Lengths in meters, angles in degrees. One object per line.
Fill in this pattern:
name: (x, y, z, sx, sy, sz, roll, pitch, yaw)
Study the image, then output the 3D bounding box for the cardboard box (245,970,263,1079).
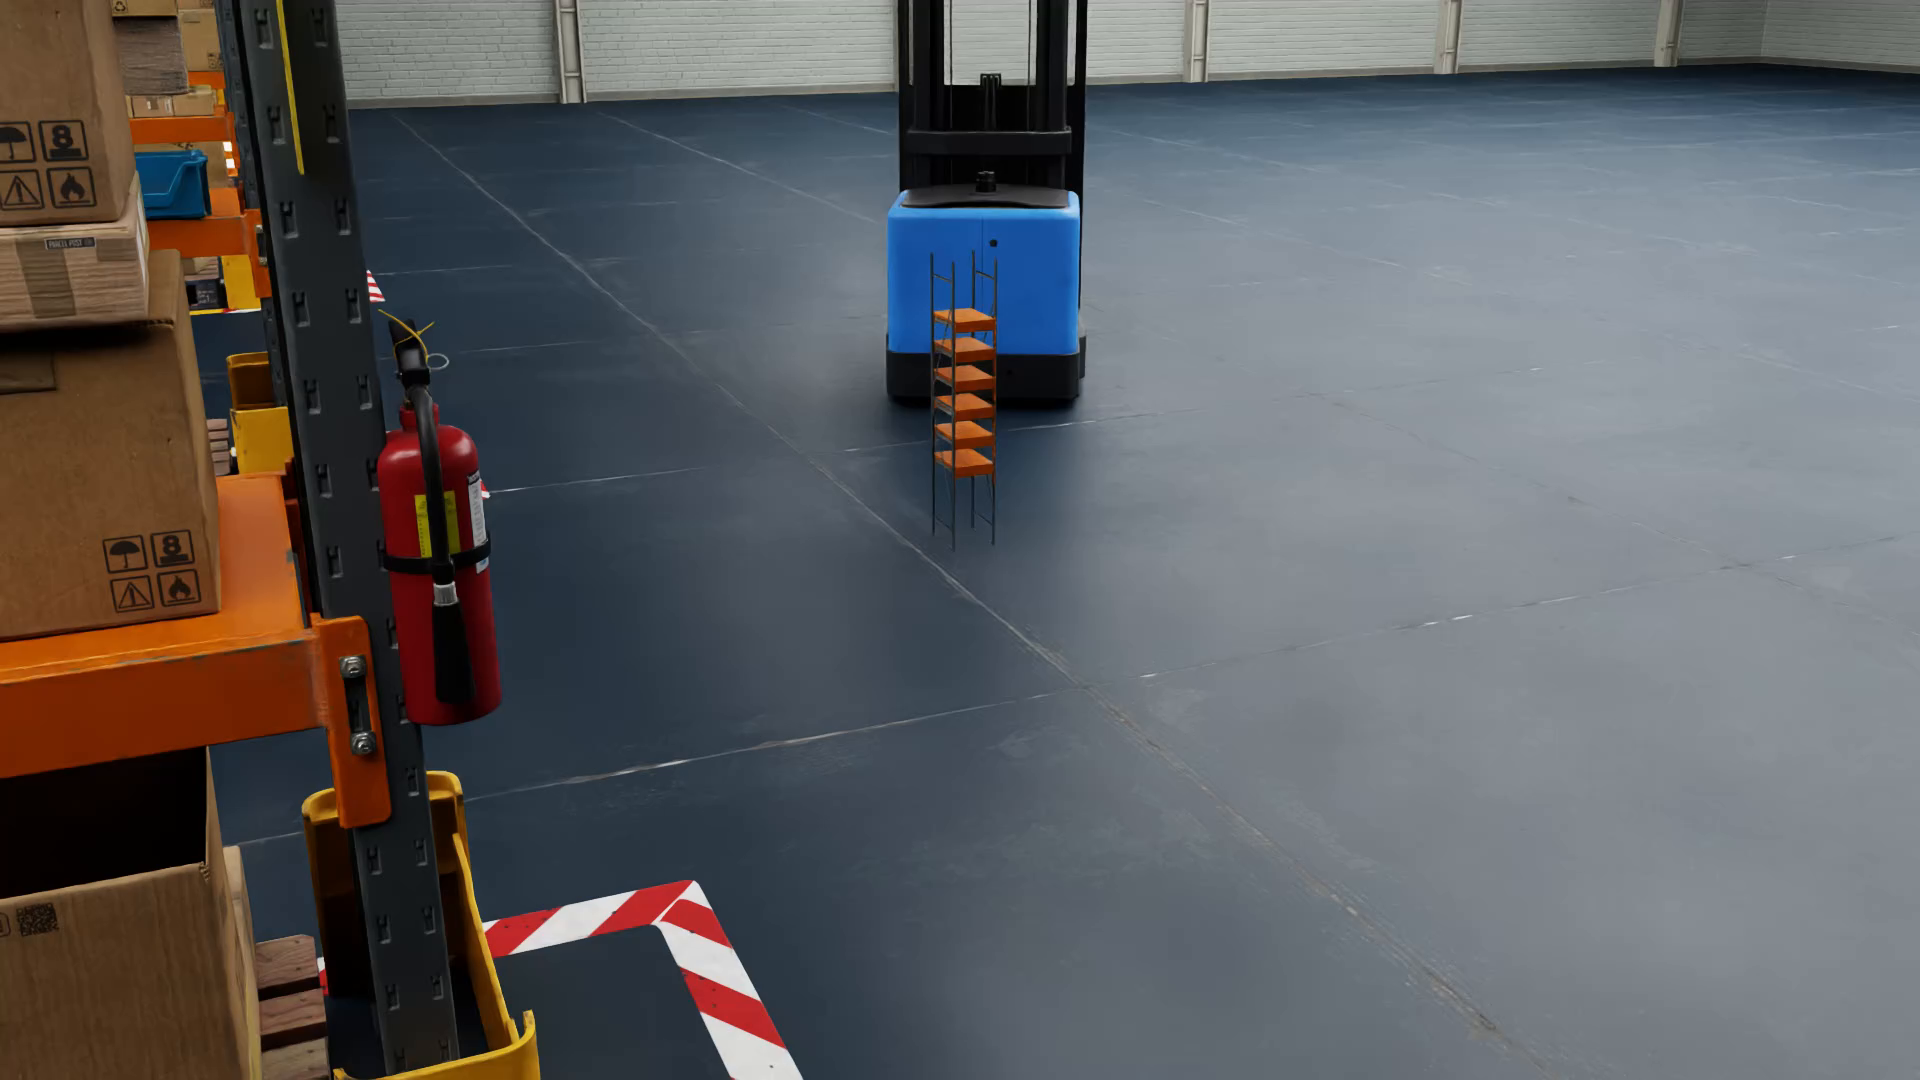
cardboard box: (-1.534, 1.062, 2.996, 0.500, 0.250, 0.500, -8, 21, -22)

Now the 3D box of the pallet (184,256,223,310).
pallet: (-5.909, -1.797, 11.809, 1.213, 0.211, 1.003, -8, 21, -22)

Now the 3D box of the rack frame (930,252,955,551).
rack frame: (-0.071, -0.556, 6.794, 0.006, 1.200, 0.240, -8, 21, -22)

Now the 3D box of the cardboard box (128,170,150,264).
cardboard box: (-1.604, -0.564, 2.981, 0.250, 0.149, 0.380, -8, 21, -22)

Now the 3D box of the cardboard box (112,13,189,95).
cardboard box: (-5.595, -3.342, 11.399, 0.500, 0.500, 0.875, -8, 21, -22)

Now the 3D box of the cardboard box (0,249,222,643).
cardboard box: (-1.592, -0.187, 2.886, 0.500, 0.500, 0.700, -8, 21, -22)

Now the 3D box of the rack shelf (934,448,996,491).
rack shelf: (0.013, -0.300, 6.923, 0.180, 0.103, 0.258, -8, 21, -22)

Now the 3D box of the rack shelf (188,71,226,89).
rack shelf: (-8.787, -4.142, 15.352, 4.000, 0.370, 1.077, -8, 21, -22)

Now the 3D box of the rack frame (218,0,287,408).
rack frame: (-3.117, -1.708, 7.357, 0.127, 3.000, 1.000, -8, 21, -22)

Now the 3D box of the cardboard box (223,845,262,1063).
cardboard box: (-1.739, 0.904, 3.445, 0.500, 0.250, 0.500, -8, 21, -22)

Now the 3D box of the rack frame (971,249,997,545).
rack frame: (0.097, -0.580, 6.862, 0.006, 1.200, 0.240, -8, 21, -22)

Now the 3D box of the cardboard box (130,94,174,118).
cardboard box: (-5.489, -2.967, 11.310, 0.250, 0.149, 0.380, -8, 21, -22)

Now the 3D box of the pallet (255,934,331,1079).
pallet: (-1.844, 1.231, 3.207, 1.213, 0.211, 1.003, -8, 21, -22)

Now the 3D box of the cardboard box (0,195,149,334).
cardboard box: (-1.434, -0.442, 2.633, 0.250, 0.149, 0.380, -9, 21, -23)

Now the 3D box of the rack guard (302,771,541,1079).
rack guard: (-1.136, 0.979, 3.490, 0.348, 0.500, 1.175, -8, 21, -22)

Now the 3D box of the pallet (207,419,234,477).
pallet: (-3.916, -0.263, 7.452, 1.213, 0.211, 1.003, -8, 21, -22)

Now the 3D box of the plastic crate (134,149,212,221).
plastic crate: (-3.458, -1.481, 6.936, 0.616, 0.251, 0.499, -8, 21, -22)

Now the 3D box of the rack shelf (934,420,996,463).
rack shelf: (0.013, -0.413, 6.883, 0.180, 0.103, 0.258, -8, 21, -22)

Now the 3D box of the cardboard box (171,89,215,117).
cardboard box: (-5.259, -3.000, 11.403, 0.250, 0.149, 0.380, -8, 21, -22)

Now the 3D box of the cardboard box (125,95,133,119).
cardboard box: (-5.698, -2.918, 11.172, 0.250, 0.149, 0.380, -8, 21, -22)

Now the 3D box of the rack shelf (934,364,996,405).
rack shelf: (0.013, -0.639, 6.803, 0.180, 0.103, 0.258, -8, 21, -22)

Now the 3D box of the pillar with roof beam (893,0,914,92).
pillar with roof beam: (0.754, -11.033, 24.806, 0.400, 9.000, 9.100, -8, 21, -22)

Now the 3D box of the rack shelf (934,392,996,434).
rack shelf: (0.013, -0.526, 6.843, 0.180, 0.103, 0.258, -8, 21, -22)

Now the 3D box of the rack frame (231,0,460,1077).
rack frame: (-1.158, -0.197, 3.066, 0.127, 3.000, 1.000, -8, 21, -22)

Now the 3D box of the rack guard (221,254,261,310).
rack guard: (-5.149, -2.030, 12.033, 0.348, 0.500, 1.175, -8, 21, -22)

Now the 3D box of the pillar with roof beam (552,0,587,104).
pillar with roof beam: (-4.756, -10.243, 22.565, 0.400, 9.000, 9.100, -8, 21, -22)

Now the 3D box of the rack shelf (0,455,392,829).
rack shelf: (-2.995, 0.405, 2.438, 4.000, 0.370, 1.077, -8, 21, -22)

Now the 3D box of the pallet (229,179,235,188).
pallet: (-7.654, -3.300, 16.077, 1.213, 0.211, 1.003, -8, 21, -22)

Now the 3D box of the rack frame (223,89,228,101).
rack frame: (-9.004, -6.241, 20.230, 0.127, 3.000, 1.000, -8, 21, -22)

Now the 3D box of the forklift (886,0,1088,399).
forklift: (0.201, -2.586, 9.954, 1.130, 2.935, 3.031, 1, 19, 3)

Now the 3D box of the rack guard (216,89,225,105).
rack guard: (-10.952, -6.578, 24.951, 0.348, 0.500, 1.175, -8, 21, -22)

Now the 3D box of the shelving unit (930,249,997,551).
shelving unit: (0.013, -0.568, 6.828, 0.189, 1.200, 0.258, -8, 21, -22)

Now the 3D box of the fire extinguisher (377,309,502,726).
fire extinguisher: (-0.866, -0.035, 2.720, 0.183, 0.674, 0.296, -8, 21, -22)

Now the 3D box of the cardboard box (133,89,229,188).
cardboard box: (-7.547, -3.831, 15.953, 0.875, 0.875, 0.875, -8, 21, -22)

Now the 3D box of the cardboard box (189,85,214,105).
cardboard box: (-5.435, -3.135, 11.788, 0.250, 0.149, 0.380, -8, 21, -22)

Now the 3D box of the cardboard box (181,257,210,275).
cardboard box: (-5.659, -2.161, 11.773, 0.500, 0.500, 0.500, -4, 20, -12)

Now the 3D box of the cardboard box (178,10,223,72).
cardboard box: (-7.273, -4.753, 15.777, 0.550, 0.550, 0.875, -8, 21, -22)

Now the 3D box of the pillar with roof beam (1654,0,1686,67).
pillar with roof beam: (17.281, -13.401, 31.531, 0.400, 9.000, 9.100, -8, 21, -22)

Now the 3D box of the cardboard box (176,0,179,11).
cardboard box: (-5.692, -3.888, 11.445, 0.500, 0.500, 0.500, -8, 21, -22)

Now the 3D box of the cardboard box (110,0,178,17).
cardboard box: (-5.486, -3.730, 10.995, 0.500, 0.500, 0.500, -8, 21, -22)

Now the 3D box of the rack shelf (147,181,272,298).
rack shelf: (-4.953, -1.106, 6.729, 4.000, 0.370, 1.077, -8, 21, -22)

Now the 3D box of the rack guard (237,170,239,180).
rack guard: (-6.929, -3.569, 16.404, 0.348, 0.500, 1.175, -8, 21, -22)

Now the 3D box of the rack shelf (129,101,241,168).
rack shelf: (-6.915, -2.616, 11.019, 4.000, 0.370, 1.077, -8, 21, -22)

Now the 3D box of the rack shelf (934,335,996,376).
rack shelf: (0.013, -0.752, 6.763, 0.180, 0.103, 0.258, -8, 21, -22)

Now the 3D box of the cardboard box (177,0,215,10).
cardboard box: (-7.307, -5.288, 15.671, 0.550, 0.550, 0.875, -8, 21, -22)

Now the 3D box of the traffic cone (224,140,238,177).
traffic cone: (-8.136, -4.300, 18.539, 0.334, 0.463, 0.336, -8, 21, -22)

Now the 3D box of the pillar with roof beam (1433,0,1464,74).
pillar with roof beam: (11.772, -12.611, 29.290, 0.400, 9.000, 9.100, -8, 21, -22)

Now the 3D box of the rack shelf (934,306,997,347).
rack shelf: (0.013, -0.866, 6.723, 0.180, 0.103, 0.258, -8, 21, -22)

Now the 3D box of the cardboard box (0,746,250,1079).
cardboard box: (-1.533, 0.709, 2.870, 0.500, 0.500, 0.500, -8, 21, -22)

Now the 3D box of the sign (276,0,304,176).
sign: (-0.956, -0.688, 2.359, 0.005, 0.325, 0.100, -8, 21, -22)

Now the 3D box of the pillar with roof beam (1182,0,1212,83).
pillar with roof beam: (6.263, -11.822, 27.048, 0.400, 9.000, 9.100, -8, 21, -22)

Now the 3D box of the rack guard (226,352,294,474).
rack guard: (-3.168, -0.505, 7.703, 0.348, 0.500, 1.175, -8, 21, -22)

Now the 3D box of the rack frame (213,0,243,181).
rack frame: (-5.079, -3.219, 11.647, 0.127, 3.000, 1.000, -8, 21, -22)

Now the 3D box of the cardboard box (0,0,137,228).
cardboard box: (-1.641, -0.792, 2.650, 0.500, 0.500, 0.700, -8, 21, -22)
